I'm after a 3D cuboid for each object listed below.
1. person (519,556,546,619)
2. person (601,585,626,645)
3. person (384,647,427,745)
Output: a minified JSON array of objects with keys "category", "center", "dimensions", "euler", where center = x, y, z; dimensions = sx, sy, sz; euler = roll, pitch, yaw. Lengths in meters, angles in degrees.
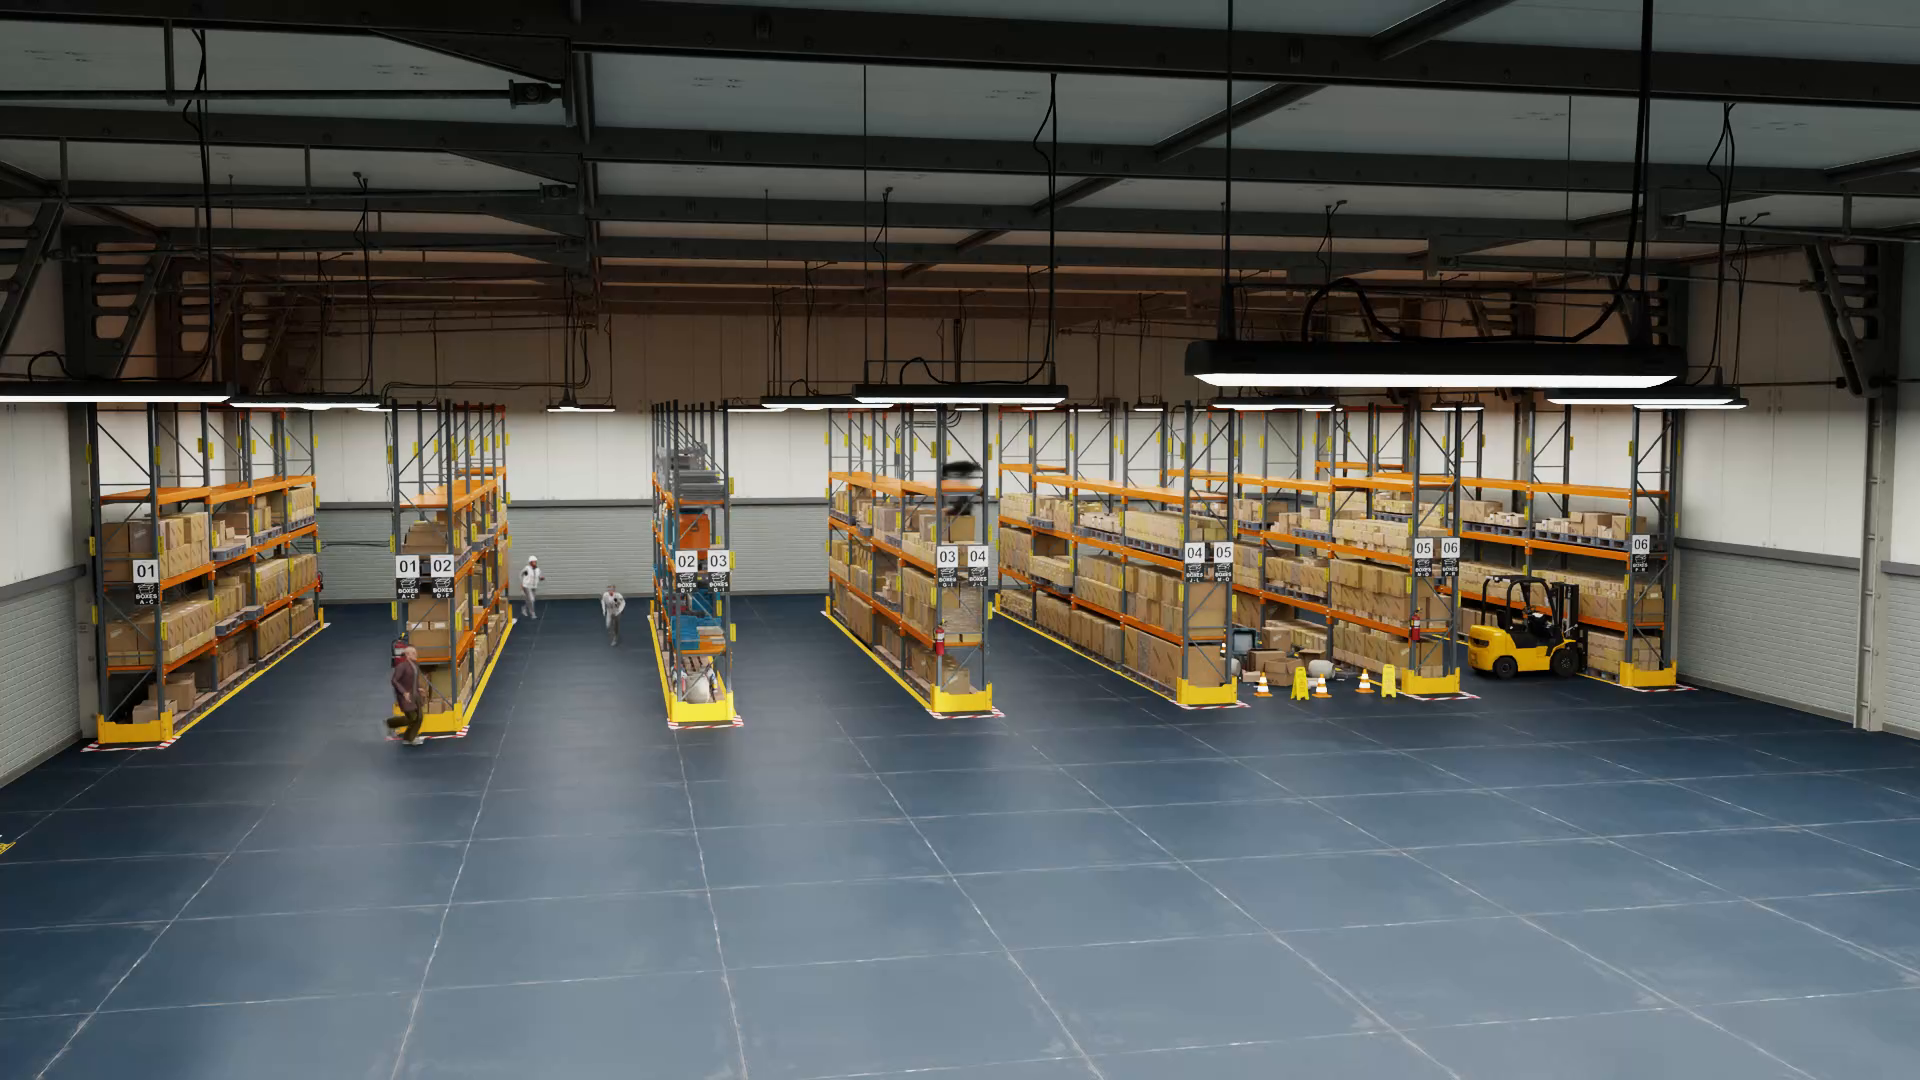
[{"category":"person","center":[-12.037,1.318,46.642],"dimensions":[0.992,1.748,0.640],"euler":[4,6,41]},{"category":"person","center":[-8.643,1.859,41.615],"dimensions":[0.612,1.570,0.986],"euler":[0,4,0]},{"category":"person","center":[-9.622,2.700,28.791],"dimensions":[0.680,1.716,0.679],"euler":[1,5,18]}]
